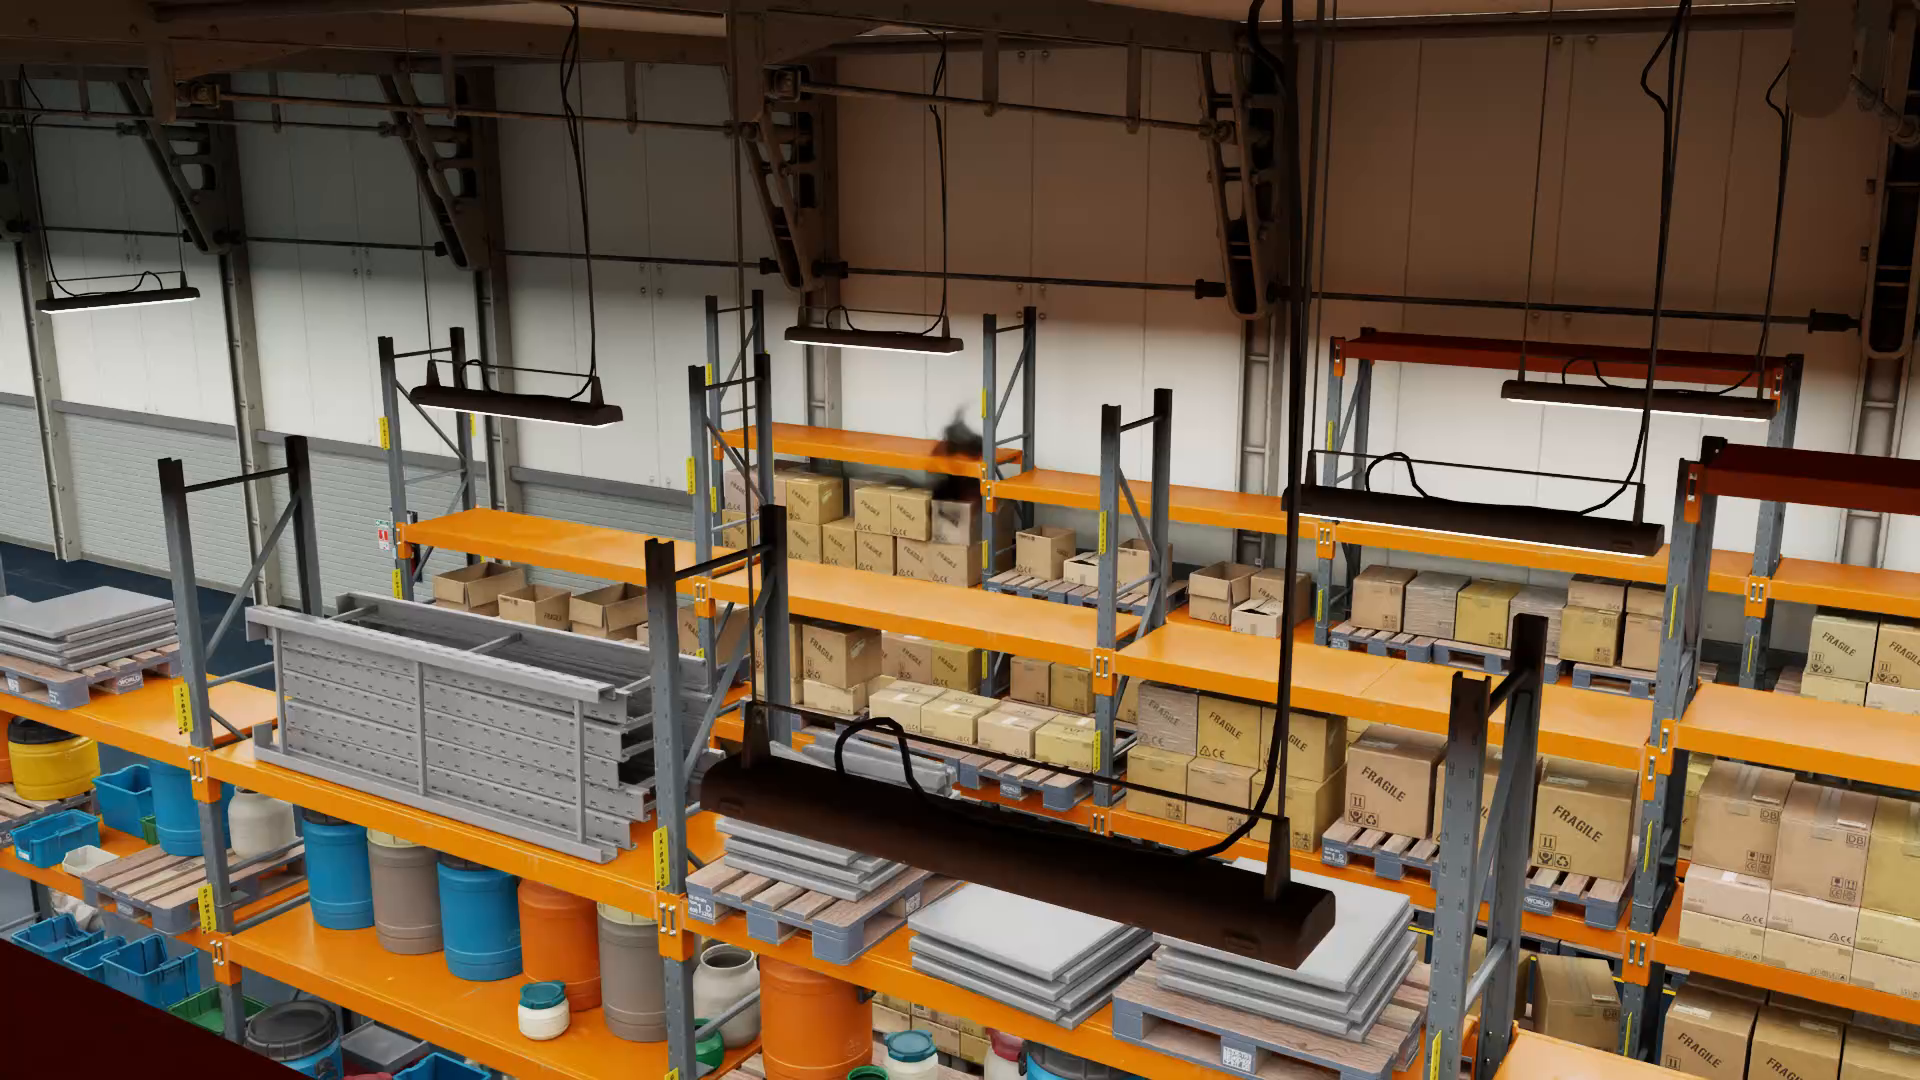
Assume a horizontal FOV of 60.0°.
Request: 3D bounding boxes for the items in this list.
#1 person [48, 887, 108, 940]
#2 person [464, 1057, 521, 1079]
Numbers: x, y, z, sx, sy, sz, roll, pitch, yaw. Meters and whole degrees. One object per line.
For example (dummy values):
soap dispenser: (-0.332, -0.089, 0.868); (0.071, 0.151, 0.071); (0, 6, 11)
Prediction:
person: (-8.215, 3.537, 15.477); (0.825, 1.691, 0.626); (2, 14, 6)
person: (-3.708, 4.025, 13.251); (0.805, 1.796, 0.643); (7, 15, 26)
